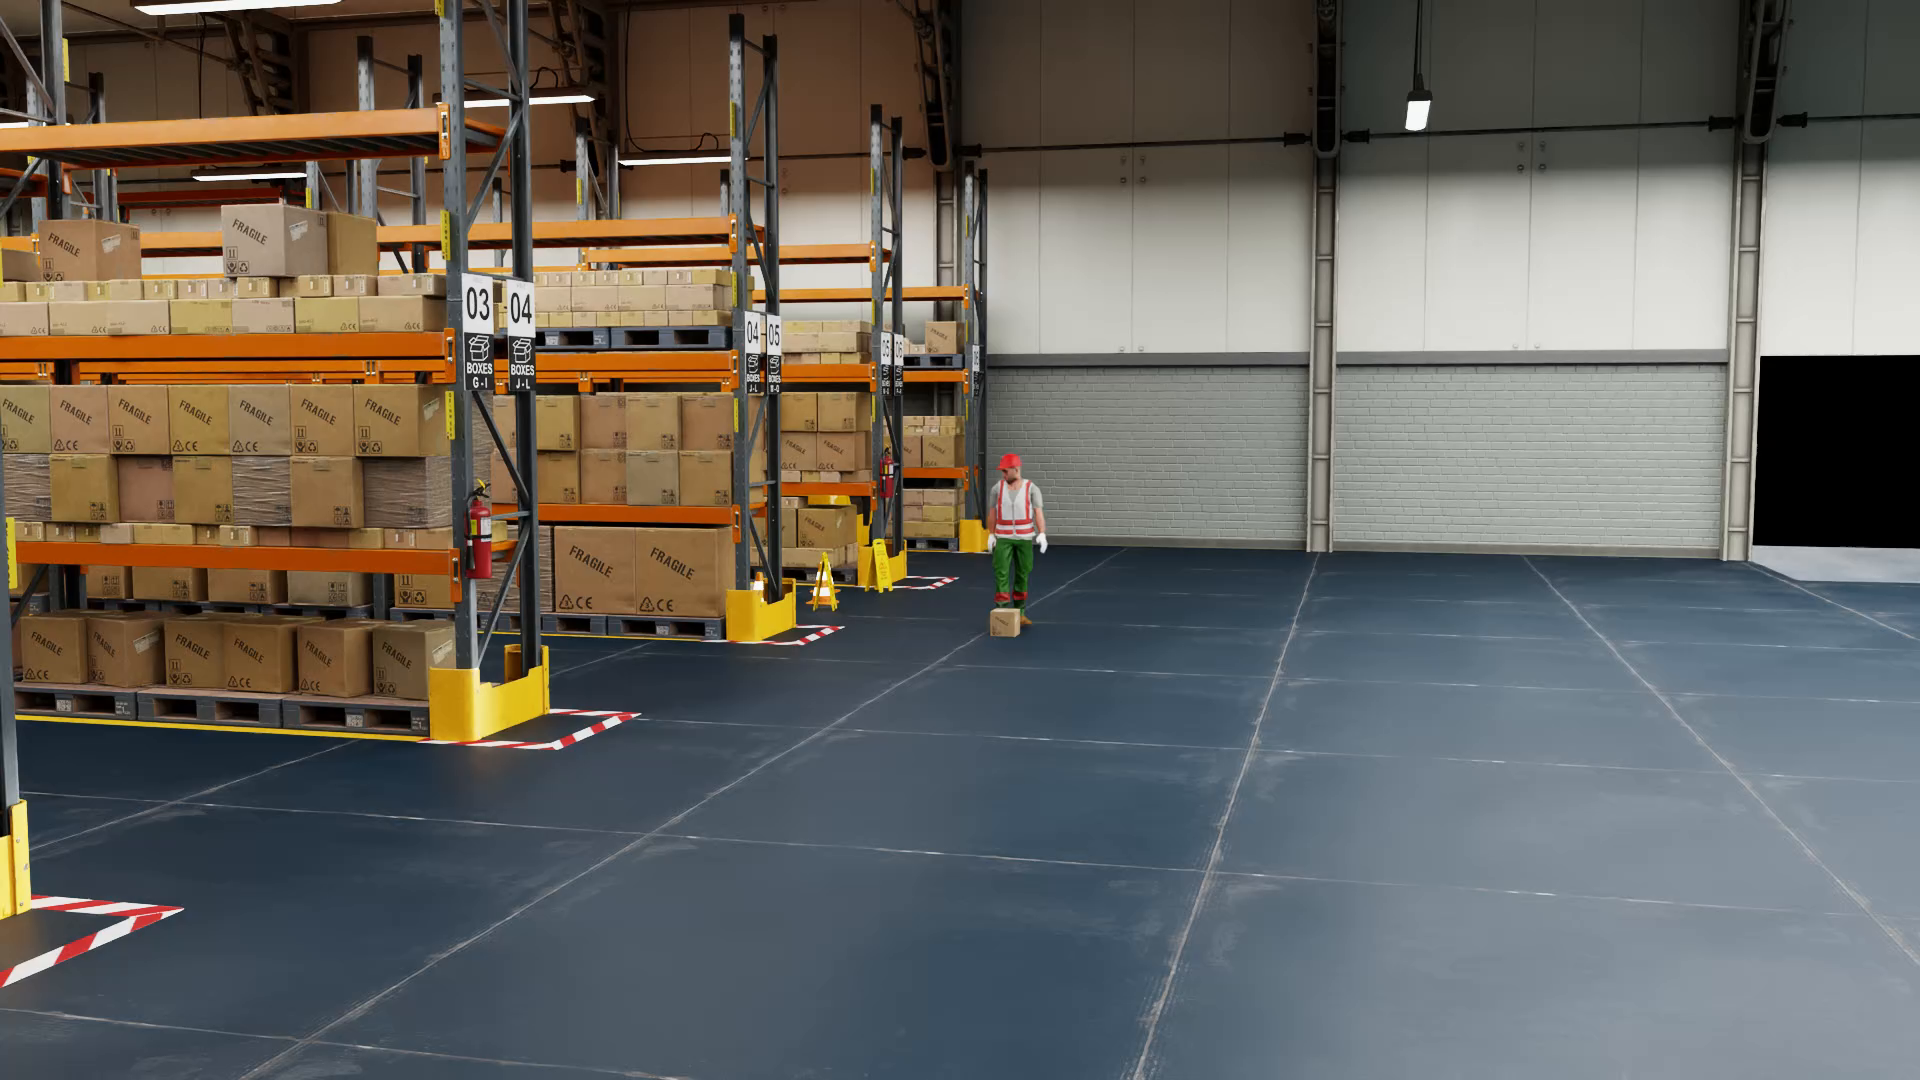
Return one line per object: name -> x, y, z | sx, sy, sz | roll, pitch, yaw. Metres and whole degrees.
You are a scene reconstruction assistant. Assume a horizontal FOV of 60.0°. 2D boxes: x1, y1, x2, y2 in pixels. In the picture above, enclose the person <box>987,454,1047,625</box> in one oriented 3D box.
person -> 0.580, 0.011, 16.920 | 0.615, 1.770, 0.727 | 0, 5, 2
